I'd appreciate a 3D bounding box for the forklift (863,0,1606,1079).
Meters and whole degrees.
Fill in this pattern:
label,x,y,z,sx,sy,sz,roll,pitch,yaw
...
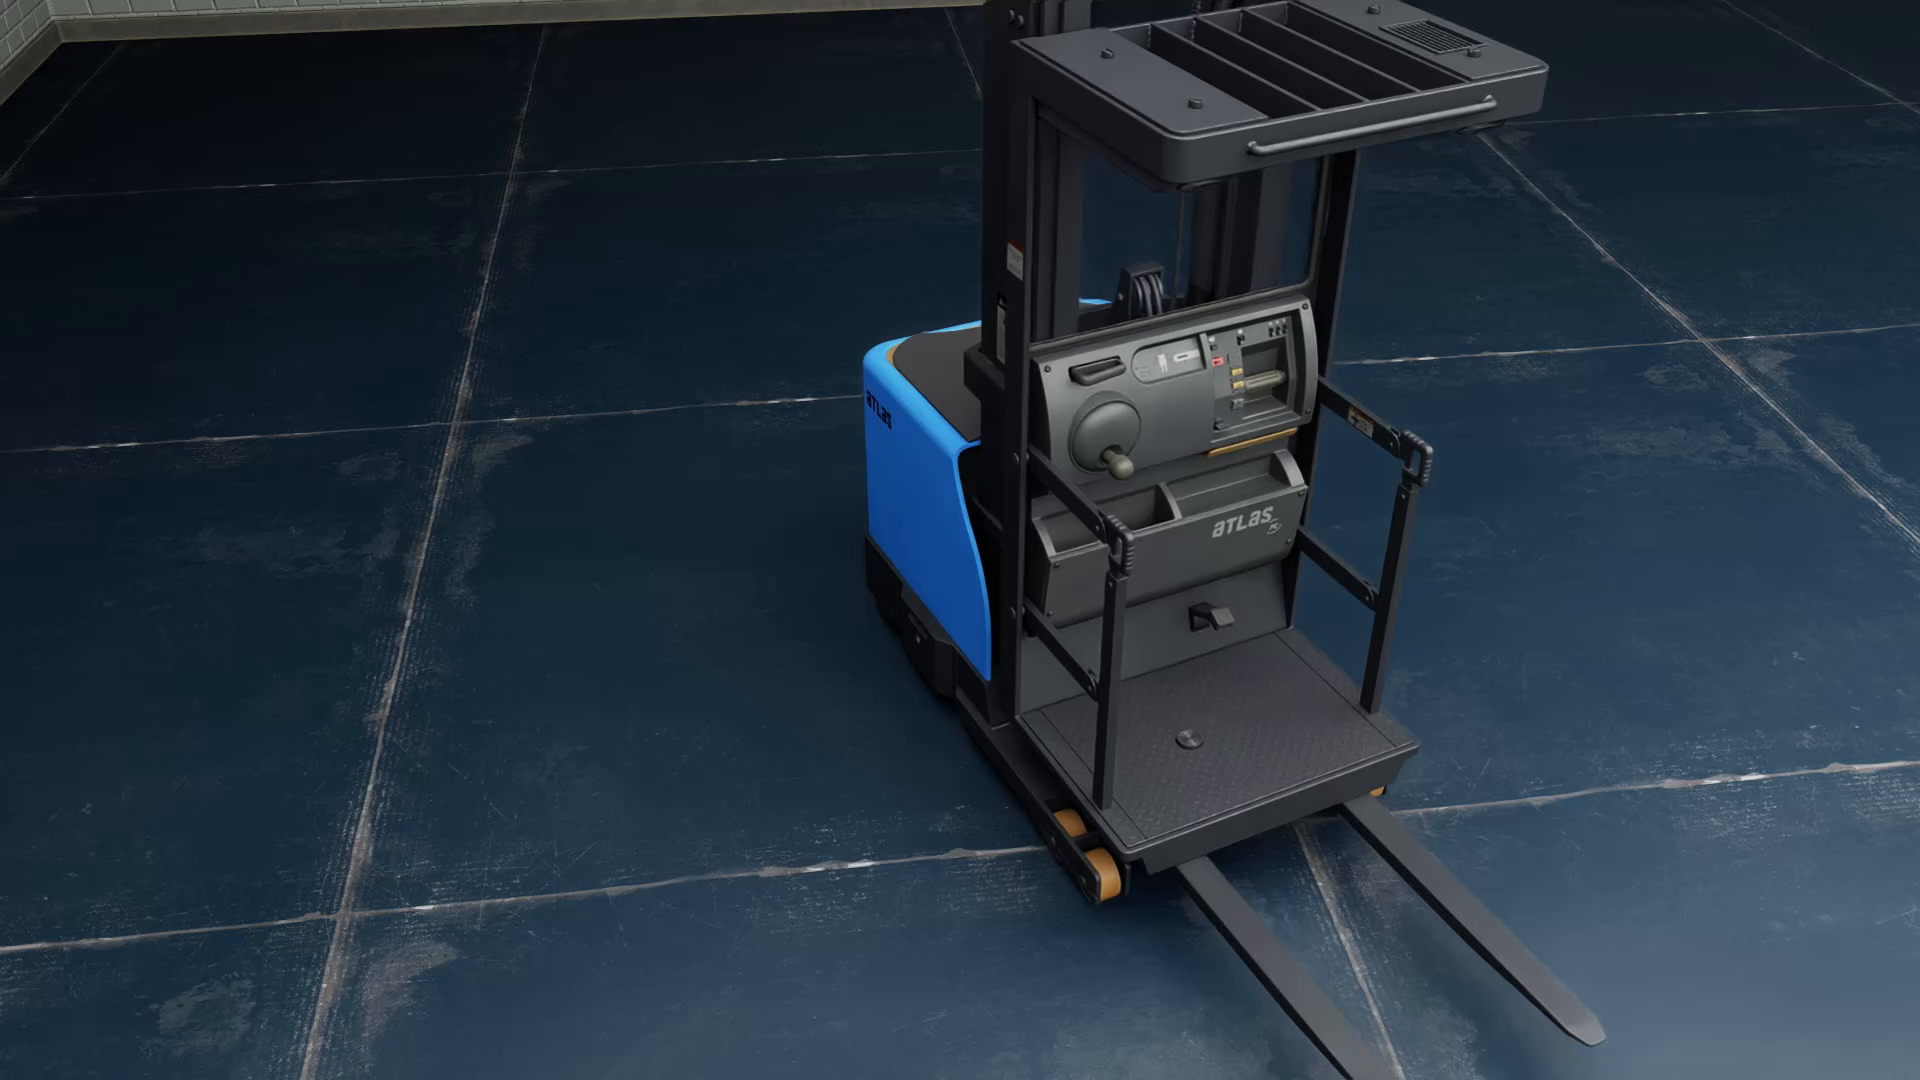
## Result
label,x,y,z,sx,sy,sz,roll,pitch,yaw
forklift,0.747,-0.384,4.711,1.130,2.935,3.031,-16,37,-22
